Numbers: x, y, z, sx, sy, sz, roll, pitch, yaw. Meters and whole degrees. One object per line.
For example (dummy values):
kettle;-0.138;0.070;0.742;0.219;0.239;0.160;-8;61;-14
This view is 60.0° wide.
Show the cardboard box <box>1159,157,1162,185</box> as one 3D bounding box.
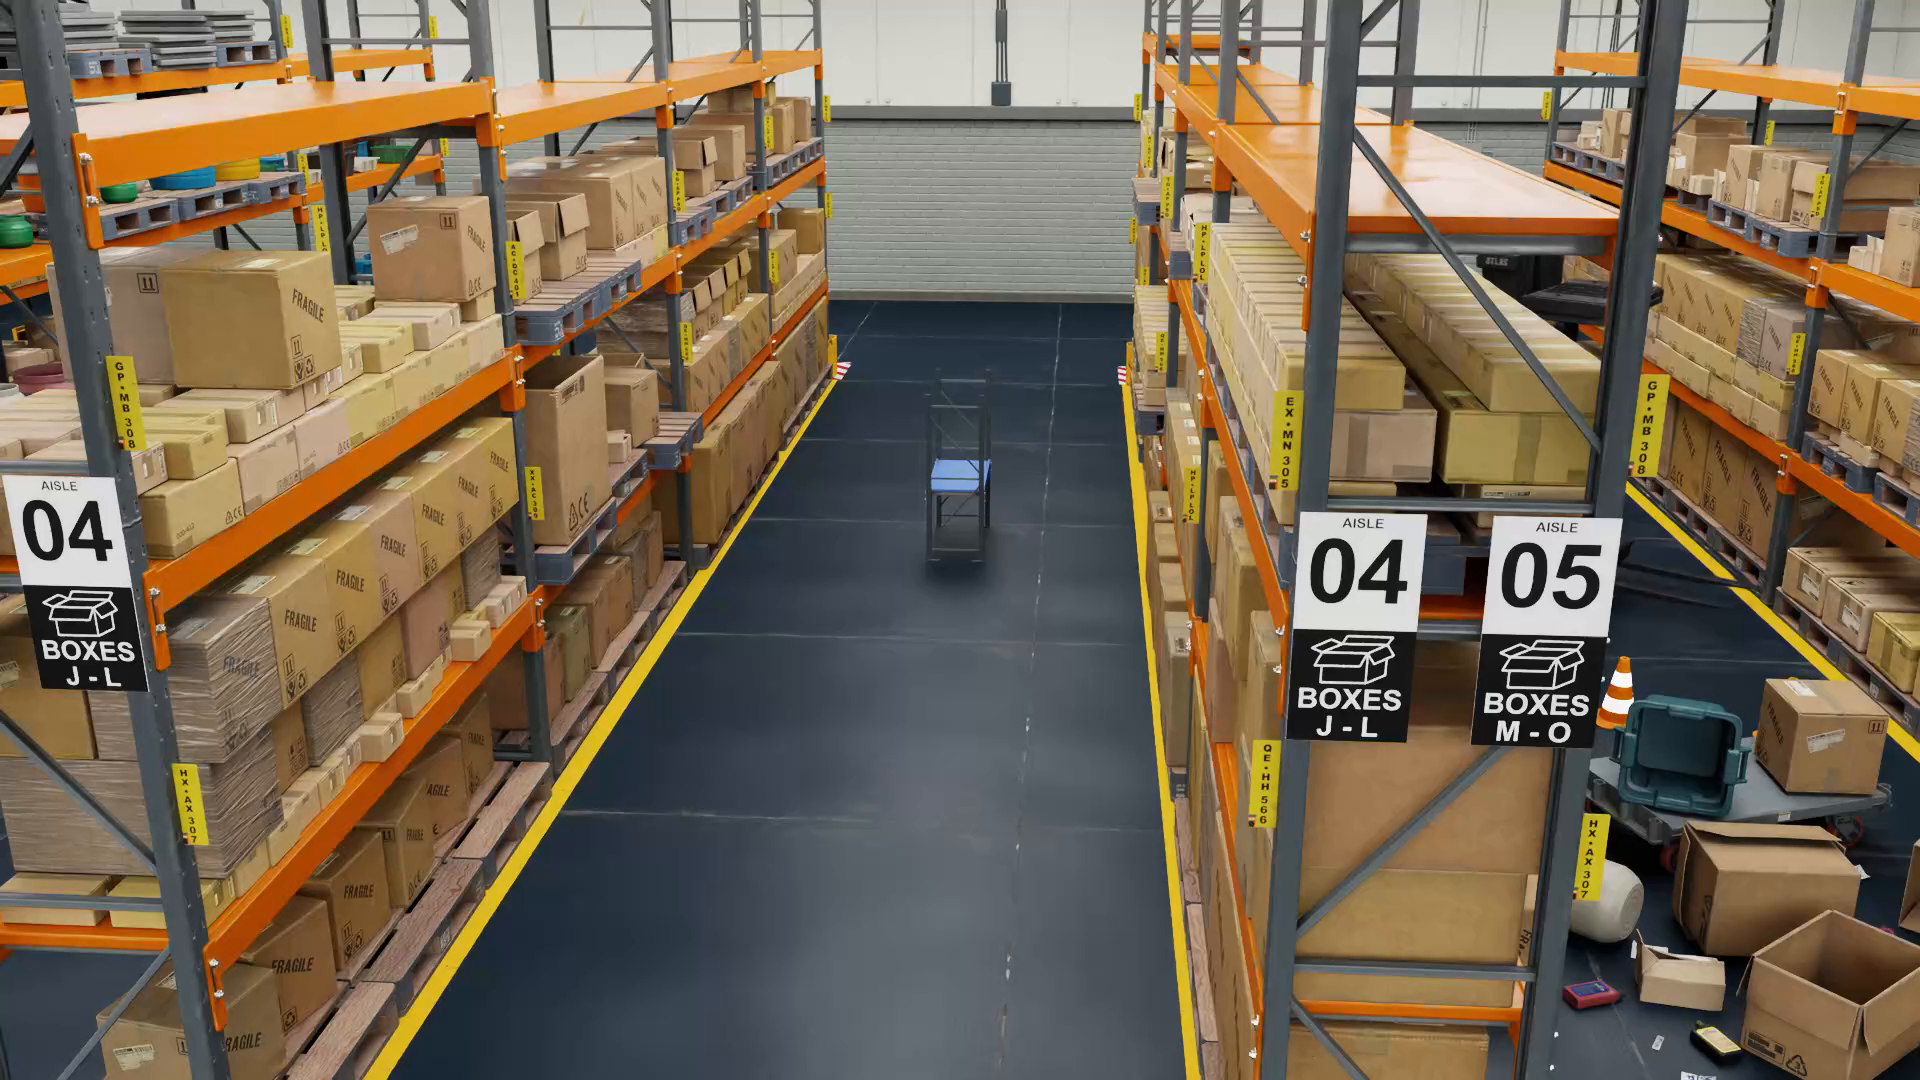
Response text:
cardboard box;2.167;-3.531;15.859;0.500;0.311;0.500;1;18;3

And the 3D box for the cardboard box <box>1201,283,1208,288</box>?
cardboard box;1.735;-1.722;10.275;0.500;0.250;0.500;1;18;3

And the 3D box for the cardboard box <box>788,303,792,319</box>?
cardboard box;-2.093;-2.569;18.676;0.380;0.149;0.250;1;18;2

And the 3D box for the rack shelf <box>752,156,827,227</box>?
rack shelf;-2.357;-4.063;19.172;1.077;0.370;4.000;1;18;4

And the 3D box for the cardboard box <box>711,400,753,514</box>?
cardboard box;-2.645;-0.797;15.602;1.225;0.875;0.875;1;18;4

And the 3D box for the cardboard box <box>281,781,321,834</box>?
cardboard box;-3.035;1.172;7.260;0.380;0.149;0.250;1;18;4

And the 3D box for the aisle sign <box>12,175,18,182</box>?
aisle sign;-12.382;-5.086;21.781;0.394;0.787;0.004;1;18;4

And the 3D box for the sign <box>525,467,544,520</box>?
sign;-2.532;-0.276;9.884;0.100;0.325;0.005;1;18;4

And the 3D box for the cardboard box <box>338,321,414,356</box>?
cardboard box;-2.937;-0.985;8.221;0.380;0.149;0.250;2;18;6

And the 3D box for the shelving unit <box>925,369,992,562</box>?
shelving unit;-0.006;-0.686;14.936;0.538;1.500;1.048;1;18;4

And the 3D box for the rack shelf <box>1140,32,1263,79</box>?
rack shelf;2.583;-5.345;18.272;1.077;0.370;4.000;1;18;4

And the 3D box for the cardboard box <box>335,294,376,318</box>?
cardboard box;-3.356;-1.239;8.999;0.380;0.149;0.250;0;18;1

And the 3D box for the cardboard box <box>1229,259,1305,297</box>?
cardboard box;1.411;-1.163;7.453;0.380;0.149;0.250;1;18;4

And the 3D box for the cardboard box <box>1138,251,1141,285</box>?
cardboard box;2.358;-3.196;19.548;0.500;0.500;0.500;2;18;5

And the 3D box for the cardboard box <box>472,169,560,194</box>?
cardboard box;-3.146;-2.373;11.894;0.500;0.500;0.500;1;18;2

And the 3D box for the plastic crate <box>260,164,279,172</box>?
plastic crate;-7.712;-3.932;17.957;0.450;0.188;0.662;1;18;4

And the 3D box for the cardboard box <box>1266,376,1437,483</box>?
cardboard box;1.336;-0.390;5.735;0.500;0.250;0.500;2;18;5

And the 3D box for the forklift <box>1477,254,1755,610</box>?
forklift;5.021;-1.025;13.671;3.031;2.935;1.130;14;23;37

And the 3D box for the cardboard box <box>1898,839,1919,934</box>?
cardboard box;5.377;1.836;8.839;0.500;0.500;0.500;17;25;41

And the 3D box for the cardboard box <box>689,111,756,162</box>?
cardboard box;-2.504;-4.323;17.813;0.700;0.500;0.500;0;18;1

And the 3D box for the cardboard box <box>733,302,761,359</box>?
cardboard box;-2.304;-2.101;16.685;0.500;0.500;0.500;2;18;6

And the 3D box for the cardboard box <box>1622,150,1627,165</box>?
cardboard box;7.130;-3.978;17.325;0.380;0.149;0.250;2;18;5

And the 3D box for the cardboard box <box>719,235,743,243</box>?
cardboard box;-2.694;-3.089;18.420;0.500;0.500;0.500;1;18;4

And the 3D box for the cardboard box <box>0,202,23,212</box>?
cardboard box;-11.920;-3.884;20.518;0.500;0.500;0.500;2;18;5

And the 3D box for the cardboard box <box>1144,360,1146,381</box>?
cardboard box;1.752;-1.442;14.086;0.380;0.149;0.250;2;18;6

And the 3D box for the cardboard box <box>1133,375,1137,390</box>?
cardboard box;2.294;-1.911;20.168;0.380;0.149;0.250;2;18;5

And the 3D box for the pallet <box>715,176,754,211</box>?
pallet;-2.517;-3.407;16.322;0.805;0.209;1.217;1;18;2

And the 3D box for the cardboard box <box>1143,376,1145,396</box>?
cardboard box;1.749;-1.295;14.114;0.380;0.149;0.250;1;18;4

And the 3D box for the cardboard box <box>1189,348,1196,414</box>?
cardboard box;2.076;-1.201;12.331;0.700;0.500;0.500;1;18;3

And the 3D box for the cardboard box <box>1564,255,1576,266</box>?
cardboard box;7.293;-3.439;19.162;0.500;0.500;0.500;1;18;3

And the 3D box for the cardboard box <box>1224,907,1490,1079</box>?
cardboard box;1.562;2.108;6.736;0.875;0.875;0.875;1;18;4

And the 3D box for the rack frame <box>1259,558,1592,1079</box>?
rack frame;1.579;1.510;5.823;1.000;3.000;0.127;1;18;4

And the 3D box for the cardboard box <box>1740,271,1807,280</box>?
cardboard box;7.517;-2.198;15.374;0.500;0.500;0.500;2;18;6

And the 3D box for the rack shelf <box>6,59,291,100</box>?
rack shelf;-7.584;-4.167;15.313;1.077;0.370;4.000;1;18;4

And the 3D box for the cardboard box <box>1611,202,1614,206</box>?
cardboard box;7.916;-3.933;19.629;0.380;0.149;0.250;1;18;3

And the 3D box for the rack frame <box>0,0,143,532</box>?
rack frame;-3.361;-1.483;5.323;1.000;3.000;0.127;1;18;4

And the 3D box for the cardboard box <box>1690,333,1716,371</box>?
cardboard box;6.965;-1.698;15.052;0.500;0.250;0.500;1;18;2

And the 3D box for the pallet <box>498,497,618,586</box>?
pallet;-2.874;-0.017;10.793;1.003;0.211;1.213;1;18;4

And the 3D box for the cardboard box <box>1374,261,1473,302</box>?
cardboard box;2.067;-1.151;7.417;0.380;0.149;0.250;1;18;3

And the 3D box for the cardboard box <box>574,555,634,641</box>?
cardboard box;-2.876;0.420;12.460;0.700;0.500;0.500;3;18;9

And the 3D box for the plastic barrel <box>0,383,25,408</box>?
plastic barrel;-7.588;-0.956;13.170;0.421;0.512;0.421;0;18;0

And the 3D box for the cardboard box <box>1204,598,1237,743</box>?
cardboard box;1.679;0.648;8.214;0.875;0.550;0.550;1;18;4

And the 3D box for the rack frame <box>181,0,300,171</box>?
rack frame;-7.441;-5.320;17.034;1.000;3.000;0.127;1;18;4

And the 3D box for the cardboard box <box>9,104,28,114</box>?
cardboard box;-12.115;-5.611;20.975;0.700;0.500;0.500;1;18;4

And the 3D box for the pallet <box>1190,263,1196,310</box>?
pallet;2.082;-1.761;11.294;1.003;0.211;1.213;2;18;6

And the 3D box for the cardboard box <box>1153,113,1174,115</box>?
cardboard box;2.416;-4.825;19.139;0.380;0.149;0.250;2;18;5

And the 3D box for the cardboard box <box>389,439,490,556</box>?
cardboard box;-2.866;-0.237;8.912;0.500;0.500;0.500;1;18;4

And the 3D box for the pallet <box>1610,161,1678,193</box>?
pallet;7.453;-3.775;17.278;1.003;0.211;1.213;1;18;4

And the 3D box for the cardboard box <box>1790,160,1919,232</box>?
cardboard box;6.974;-2.690;12.984;0.797;0.503;0.637;0;18;1

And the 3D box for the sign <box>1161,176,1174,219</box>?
sign;1.612;-2.658;12.897;0.100;0.325;0.005;1;18;4

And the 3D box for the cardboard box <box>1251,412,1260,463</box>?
cardboard box;1.320;-0.390;6.375;0.380;0.149;0.250;1;18;4

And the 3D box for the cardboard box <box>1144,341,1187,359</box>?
cardboard box;1.751;-1.578;14.021;0.380;0.149;0.250;1;18;3

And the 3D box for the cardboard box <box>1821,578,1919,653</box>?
cardboard box;7.002;0.559;12.274;0.950;0.372;0.625;1;18;3

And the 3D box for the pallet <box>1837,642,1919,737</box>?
pallet;6.950;1.050;11.705;1.003;0.211;1.213;1;18;4

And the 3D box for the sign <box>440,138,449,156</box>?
sign;-6.604;-5.080;21.287;0.100;0.325;0.005;1;18;4
